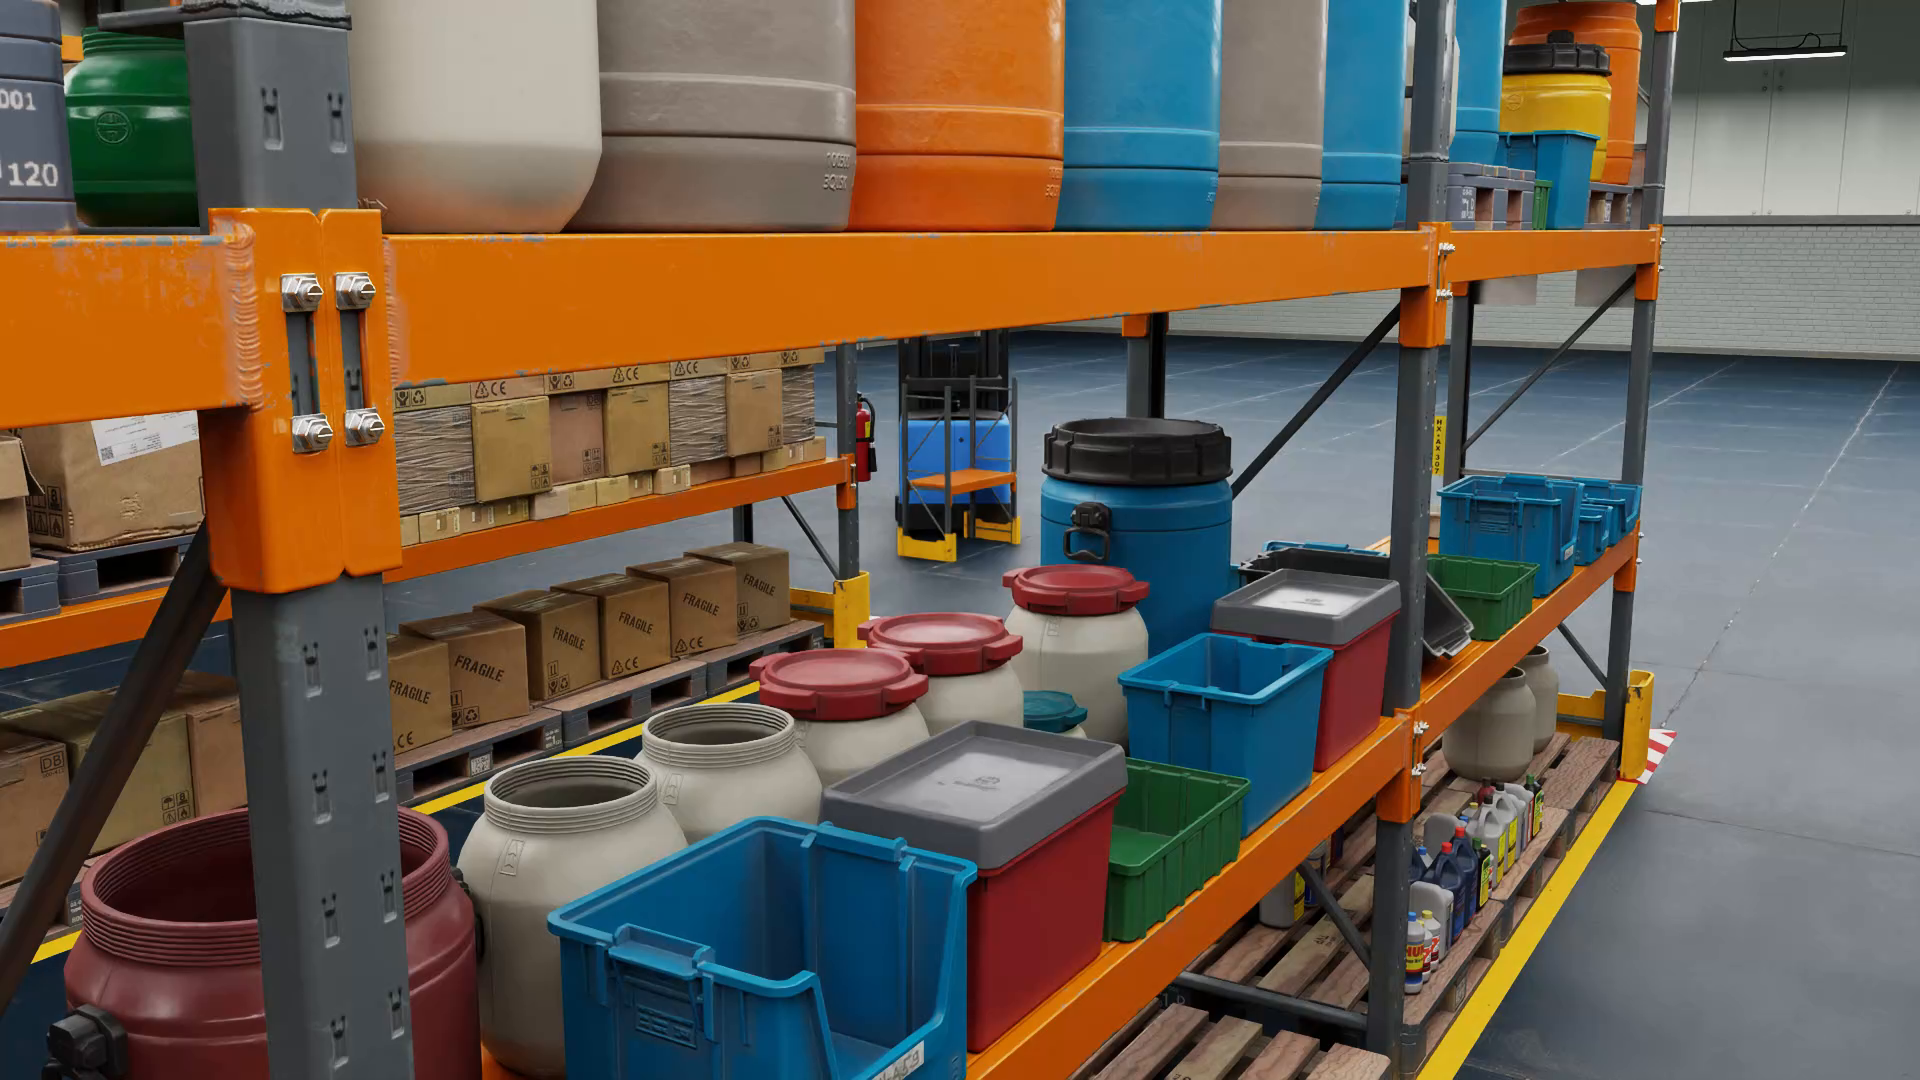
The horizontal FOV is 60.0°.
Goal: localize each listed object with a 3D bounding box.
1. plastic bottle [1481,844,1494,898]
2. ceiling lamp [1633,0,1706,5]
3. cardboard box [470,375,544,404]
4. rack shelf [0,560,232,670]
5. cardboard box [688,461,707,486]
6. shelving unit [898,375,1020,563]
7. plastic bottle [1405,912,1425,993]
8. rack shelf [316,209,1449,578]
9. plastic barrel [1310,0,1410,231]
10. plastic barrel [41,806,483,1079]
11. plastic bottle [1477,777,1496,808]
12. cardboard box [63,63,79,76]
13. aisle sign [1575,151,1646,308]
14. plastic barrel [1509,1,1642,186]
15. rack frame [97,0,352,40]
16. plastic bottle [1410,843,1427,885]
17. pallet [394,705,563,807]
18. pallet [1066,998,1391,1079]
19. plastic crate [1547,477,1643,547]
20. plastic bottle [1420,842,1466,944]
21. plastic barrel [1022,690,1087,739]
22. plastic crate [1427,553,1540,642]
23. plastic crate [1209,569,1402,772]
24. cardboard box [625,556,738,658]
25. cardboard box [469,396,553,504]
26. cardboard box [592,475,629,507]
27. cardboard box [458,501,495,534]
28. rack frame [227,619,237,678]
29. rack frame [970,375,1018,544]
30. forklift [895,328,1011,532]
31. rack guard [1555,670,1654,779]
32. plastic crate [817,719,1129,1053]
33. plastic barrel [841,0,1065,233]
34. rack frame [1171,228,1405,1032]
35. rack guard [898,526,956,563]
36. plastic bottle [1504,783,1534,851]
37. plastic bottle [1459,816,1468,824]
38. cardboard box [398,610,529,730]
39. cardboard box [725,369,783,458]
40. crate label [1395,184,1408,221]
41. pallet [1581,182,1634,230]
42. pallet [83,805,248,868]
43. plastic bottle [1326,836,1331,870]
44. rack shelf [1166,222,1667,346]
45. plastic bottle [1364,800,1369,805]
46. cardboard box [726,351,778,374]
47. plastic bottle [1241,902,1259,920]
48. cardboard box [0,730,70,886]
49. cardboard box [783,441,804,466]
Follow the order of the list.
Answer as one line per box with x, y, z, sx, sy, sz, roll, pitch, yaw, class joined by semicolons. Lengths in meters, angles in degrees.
2.052;1.301;6.557;0.097;0.201;0.097;0;11;0;plastic bottle
10.260;-8.859;22.255;2.000;3.185;0.800;6;12;31;ceiling lamp
-2.511;-0.984;8.557;0.500;0.500;0.500;6;12;31;cardboard box
-4.258;0.496;6.403;1.077;0.370;4.000;6;12;31;rack shelf
-1.750;-0.415;9.997;0.380;0.149;0.250;6;12;31;cardboard box
0.001;-0.652;14.656;0.587;1.500;1.083;8;13;35;shelving unit
1.553;1.418;5.744;0.097;0.271;0.097;0;11;0;plastic bottle
-0.025;-0.505;3.599;1.077;0.370;4.000;6;12;31;rack shelf
0.935;-1.319;4.629;0.600;0.901;0.708;6;12;31;plastic barrel
-1.082;0.762;2.661;0.600;0.536;0.708;6;12;31;plastic barrel
2.265;1.149;7.148;0.061;0.283;0.133;6;12;31;plastic bottle
-3.549;-1.839;7.348;0.797;0.503;0.637;6;12;28;cardboard box
3.381;-1.588;8.519;0.394;0.787;0.004;6;12;31;aisle sign
2.946;-2.131;8.022;0.600;0.830;0.708;6;12;31;plastic barrel
-1.064;-2.018;1.577;1.000;3.000;0.127;6;12;31;rack frame
1.664;1.286;6.232;0.144;0.351;0.185;6;12;31;plastic bottle
-2.902;1.090;8.855;1.003;0.211;1.213;6;12;31;pallet
0.639;1.799;5.066;1.003;0.211;1.213;6;12;31;pallet
3.086;-0.147;8.290;0.499;0.251;0.616;6;12;31;plastic crate
1.787;1.300;6.159;0.144;0.351;0.185;7;13;32;plastic bottle
0.195;0.563;4.468;0.301;0.262;0.301;0;11;0;plastic barrel
1.959;0.219;6.505;0.450;0.188;0.662;6;12;31;plastic crate
1.023;0.375;4.920;0.402;0.464;0.583;6;12;31;plastic crate
-1.763;0.415;10.532;0.500;0.500;0.500;-10;14;-43;cardboard box
-2.644;-0.507;8.728;0.875;0.500;0.500;6;12;31;cardboard box
-2.084;-0.291;9.334;0.380;0.149;0.250;6;12;31;cardboard box
-2.604;-0.134;8.494;0.380;0.149;0.250;6;12;31;cardboard box
-3.220;-0.172;8.017;1.000;3.000;0.127;6;12;31;rack frame
0.302;-0.729;15.069;0.500;1.500;0.032;8;13;35;rack frame
-0.067;-1.745;16.606;1.130;2.935;3.031;0;11;-1;forklift
3.091;0.917;8.991;1.175;0.500;0.348;6;12;31;rack guard
0.037;0.674;3.324;0.402;0.464;0.583;6;12;31;plastic crate
-0.112;-0.966;2.942;0.600;0.830;0.708;6;12;31;plastic barrel
1.010;0.301;5.491;0.949;2.616;0.053;6;12;31;rack frame
-0.289;0.037;14.373;0.587;0.250;0.087;8;13;35;rack guard
2.357;1.163;7.095;0.152;0.276;0.135;6;12;31;plastic bottle
2.076;1.243;6.869;0.097;0.201;0.097;0;11;0;plastic bottle
-2.687;0.700;9.009;0.500;0.500;0.500;-9;14;-39;cardboard box
-1.609;-0.822;10.411;0.875;0.500;0.500;6;12;31;cardboard box
1.836;-1.466;7.183;0.502;0.251;0.408;6;12;31;crate label
2.577;-1.589;7.946;1.003;0.211;1.213;6;12;31;pallet
-3.623;1.321;7.618;1.003;0.211;1.213;6;12;31;pallet
1.469;1.216;6.788;0.061;0.283;0.133;6;12;31;plastic bottle
2.051;-1.134;6.959;1.077;0.370;4.000;6;12;31;rack shelf
1.828;1.103;7.615;0.097;0.201;0.097;0;11;0;plastic bottle
-1.472;-1.298;10.237;0.500;0.500;0.500;6;12;31;cardboard box
1.101;1.258;6.380;0.144;0.351;0.185;6;12;29;plastic bottle
-4.111;1.096;6.840;0.700;0.500;0.500;5;12;26;cardboard box
-1.245;-0.574;10.845;0.380;0.149;0.250;6;12;31;cardboard box
